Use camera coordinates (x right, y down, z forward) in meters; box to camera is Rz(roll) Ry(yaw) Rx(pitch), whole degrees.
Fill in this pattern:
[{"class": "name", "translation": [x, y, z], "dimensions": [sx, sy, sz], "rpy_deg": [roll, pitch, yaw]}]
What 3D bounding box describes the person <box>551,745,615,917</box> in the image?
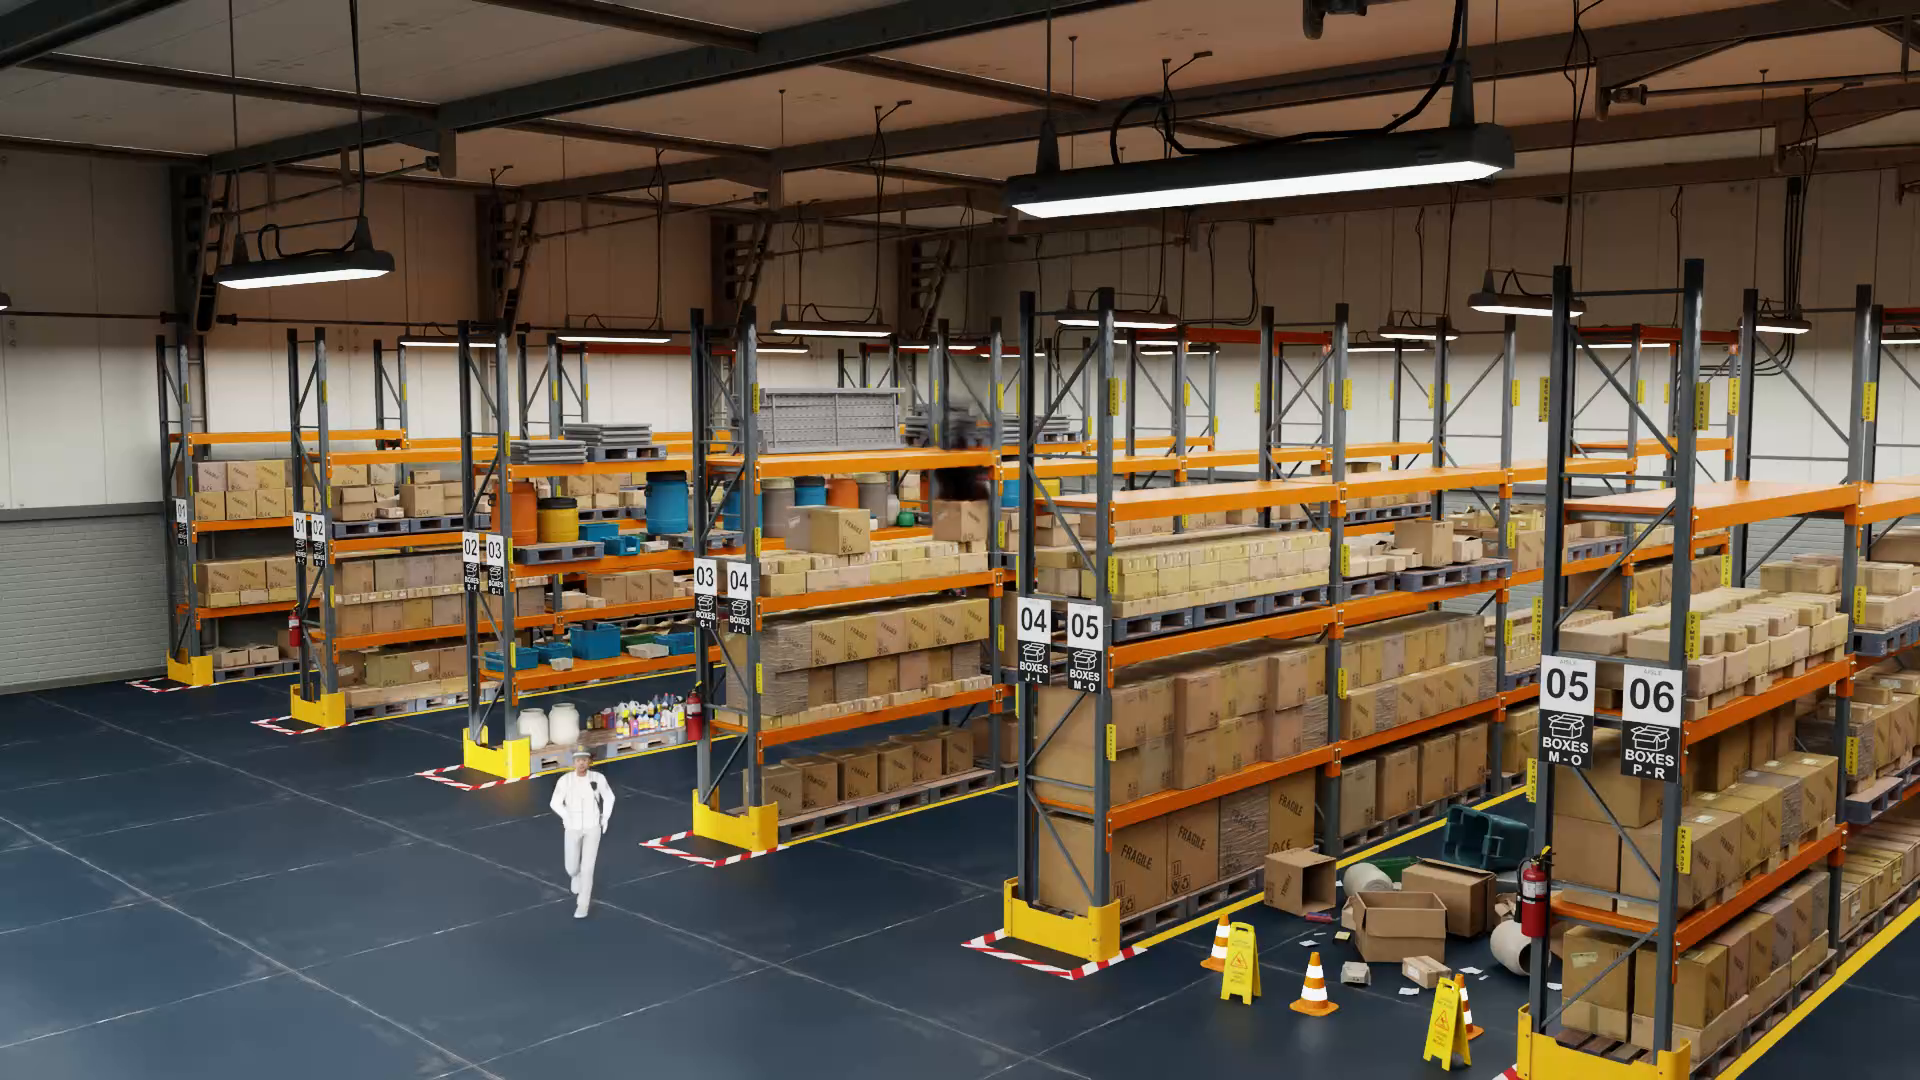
[{"class": "person", "translation": [-3.693, 2.806, 16.307], "dimensions": [0.614, 1.659, 0.687], "rpy_deg": [-1, 5, -11]}]
